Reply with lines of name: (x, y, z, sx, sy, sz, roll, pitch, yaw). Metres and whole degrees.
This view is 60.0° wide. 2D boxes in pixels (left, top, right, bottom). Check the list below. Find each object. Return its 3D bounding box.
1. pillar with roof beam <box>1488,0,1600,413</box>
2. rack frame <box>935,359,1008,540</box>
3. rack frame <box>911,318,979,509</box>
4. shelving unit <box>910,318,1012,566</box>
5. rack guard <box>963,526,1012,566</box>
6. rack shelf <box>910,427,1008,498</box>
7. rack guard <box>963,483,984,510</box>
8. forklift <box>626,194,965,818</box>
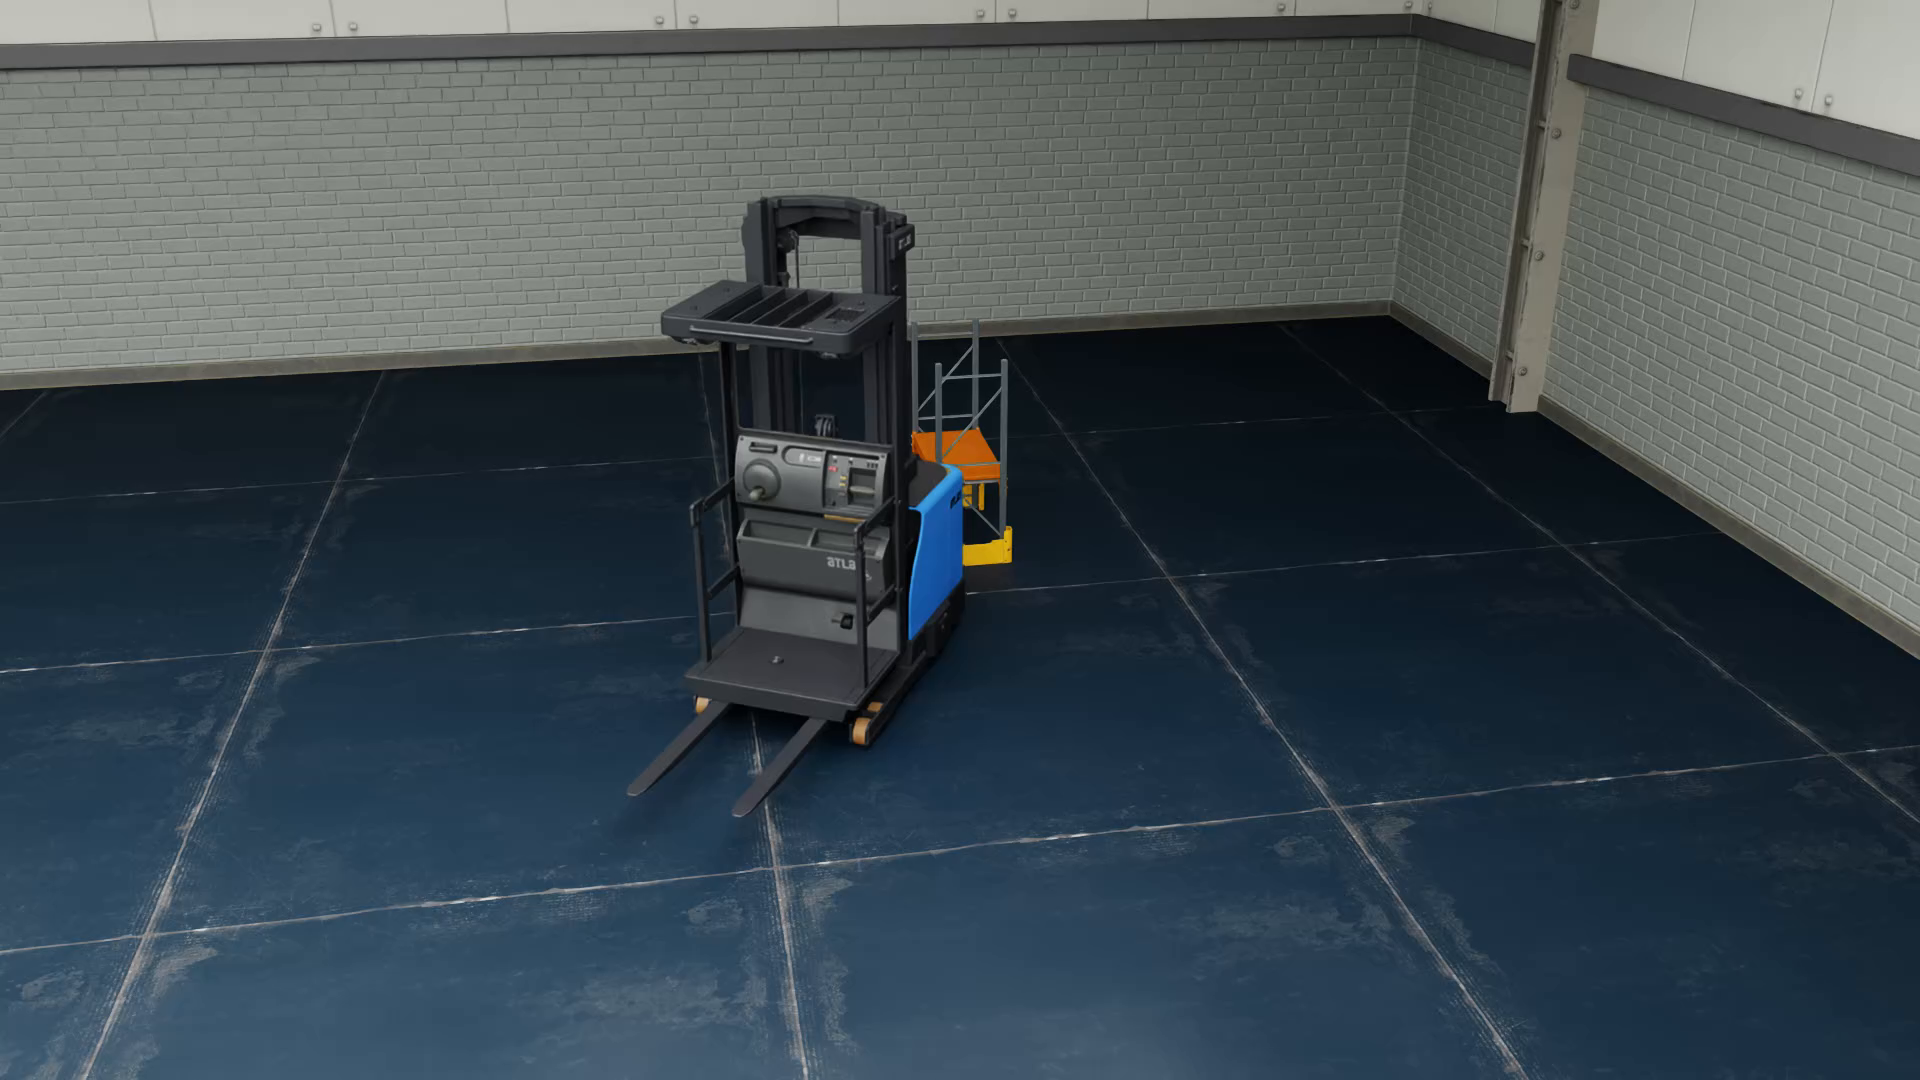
pillar with roof beam: (0.783, -5.032, 12.527, 9.100, 9.000, 0.400, -4, 24, -10)
rack frame: (0.078, -0.521, 11.569, 0.500, 1.500, 0.032, -4, 24, -10)
rack frame: (-0.110, -0.921, 12.484, 0.500, 1.500, 0.032, -4, 24, -10)
shelving unit: (-0.014, -0.717, 12.018, 0.587, 1.500, 1.083, -4, 24, -10)
rack guard: (0.078, 0.051, 11.820, 0.587, 0.250, 0.087, -4, 24, -10)
rack shelf: (-0.016, -0.556, 12.099, 0.538, 0.185, 1.000, -4, 24, -10)
rack guard: (-0.106, -0.340, 12.717, 0.587, 0.250, 0.087, -4, 24, -10)
forklift: (-0.929, -0.344, 9.375, 1.130, 2.935, 3.031, 8, 25, 17)
